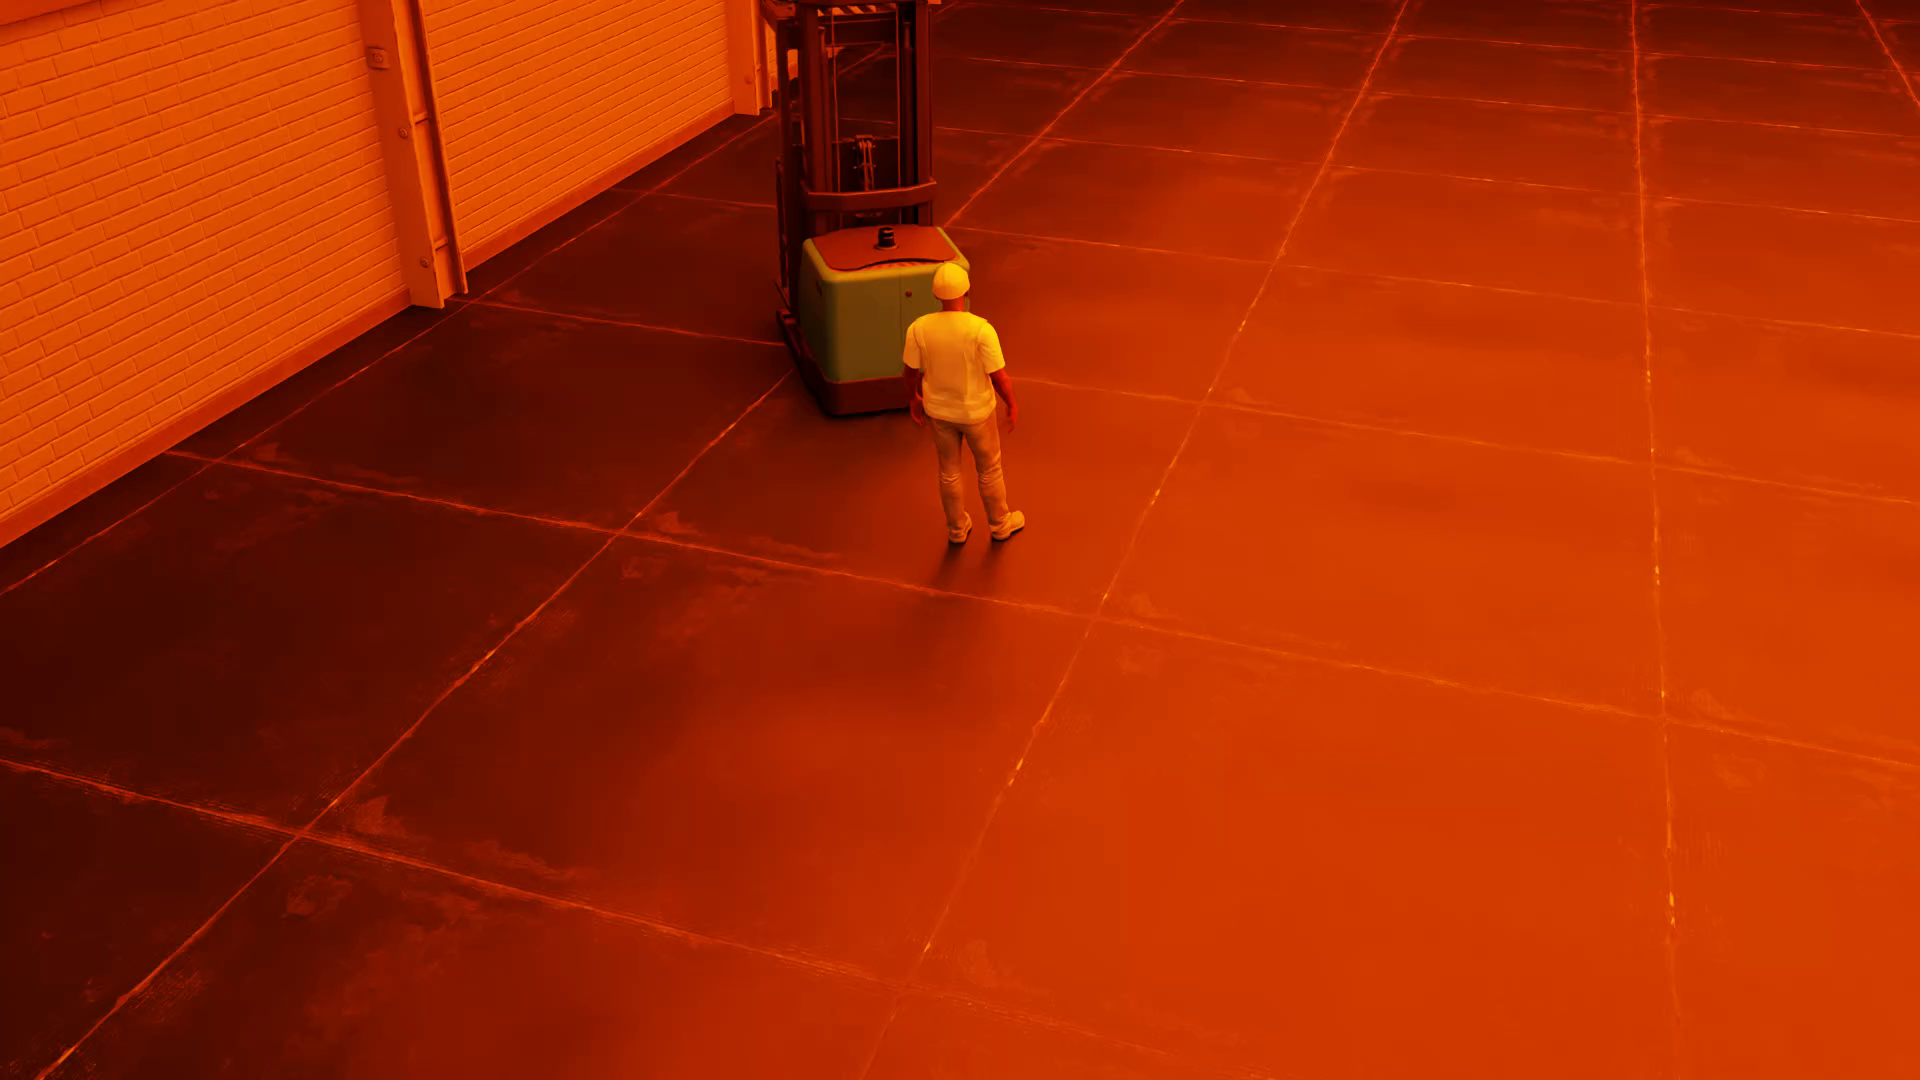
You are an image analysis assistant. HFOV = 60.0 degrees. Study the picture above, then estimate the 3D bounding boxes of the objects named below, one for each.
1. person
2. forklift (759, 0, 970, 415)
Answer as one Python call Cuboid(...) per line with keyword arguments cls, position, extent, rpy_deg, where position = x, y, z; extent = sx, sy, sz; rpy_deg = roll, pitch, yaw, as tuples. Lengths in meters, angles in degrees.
Cuboid(cls="person", position=(0.028, -0.805, 9.711), extent=(0.665, 1.768, 0.575), rpy_deg=(10, 31, 16))
Cuboid(cls="forklift", position=(-0.802, -2.853, 12.141), extent=(1.130, 2.935, 3.031), rpy_deg=(-8, 31, -13))
